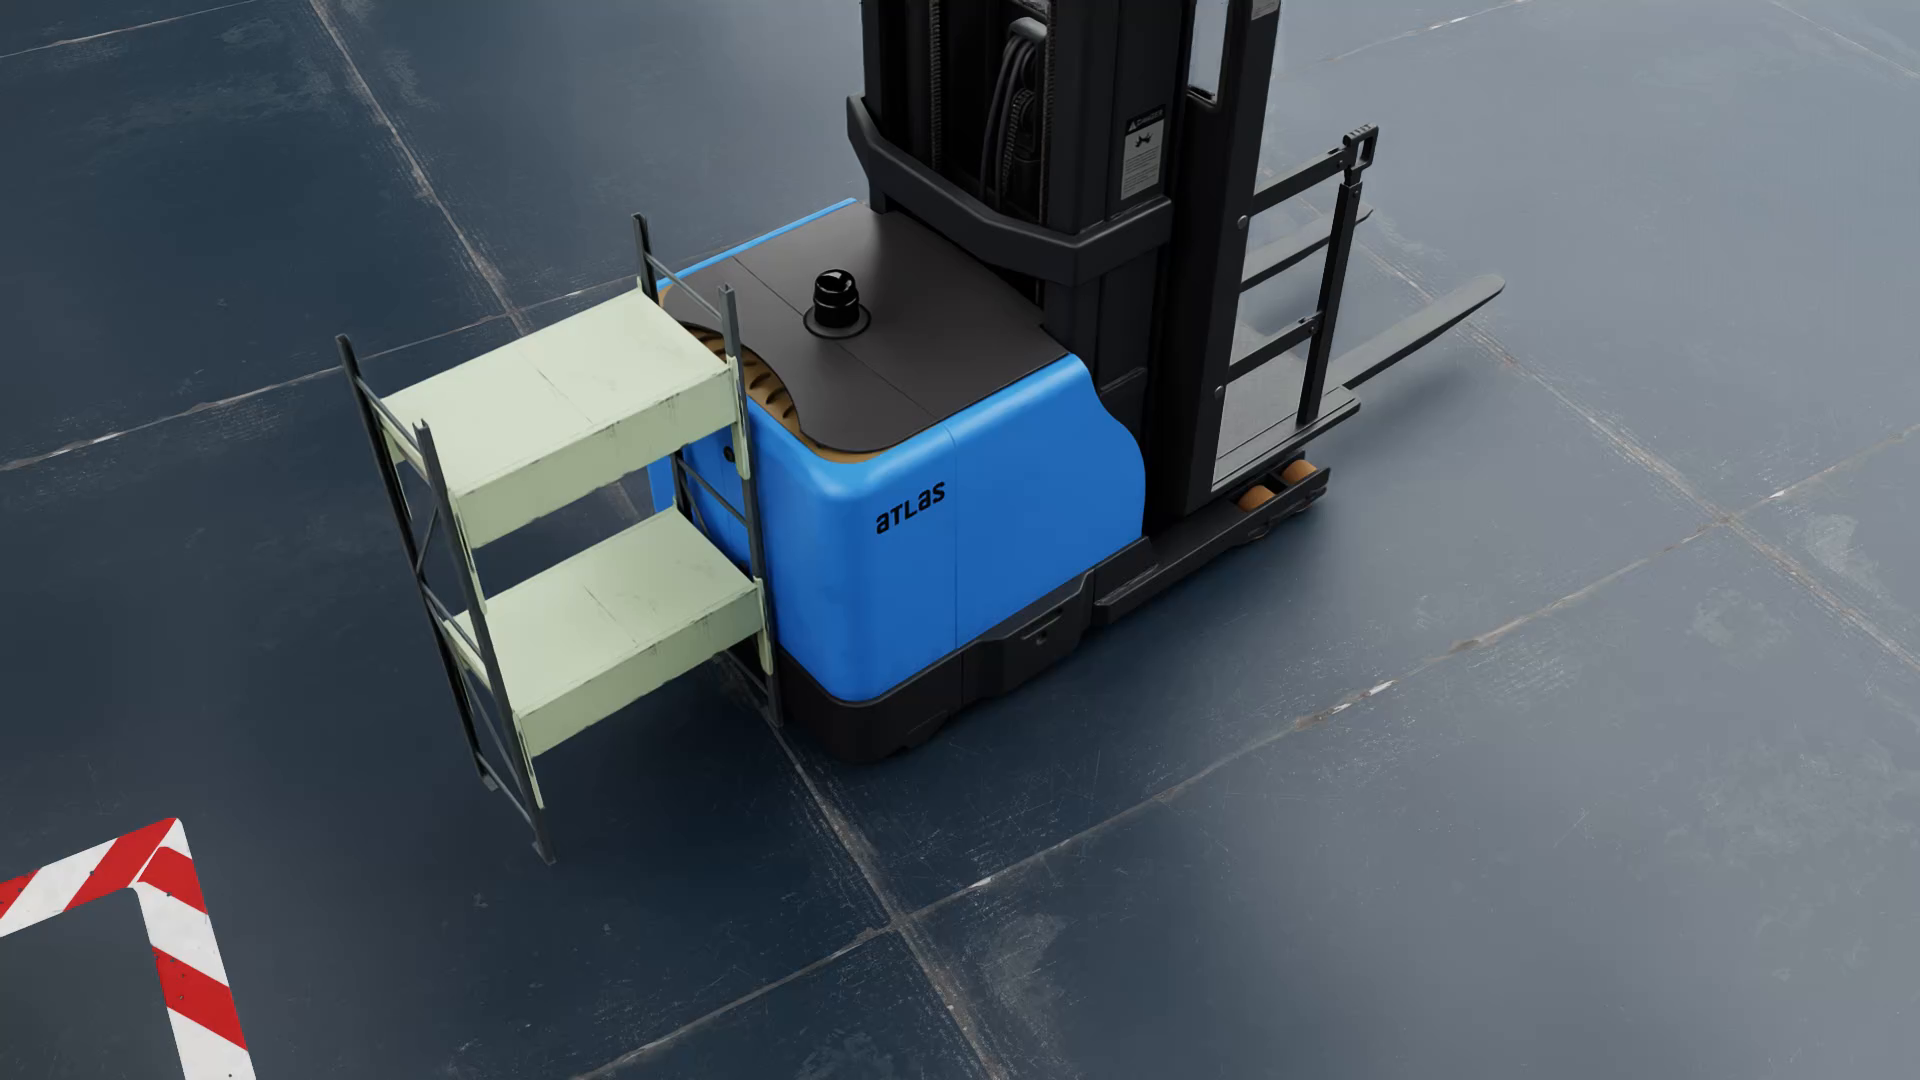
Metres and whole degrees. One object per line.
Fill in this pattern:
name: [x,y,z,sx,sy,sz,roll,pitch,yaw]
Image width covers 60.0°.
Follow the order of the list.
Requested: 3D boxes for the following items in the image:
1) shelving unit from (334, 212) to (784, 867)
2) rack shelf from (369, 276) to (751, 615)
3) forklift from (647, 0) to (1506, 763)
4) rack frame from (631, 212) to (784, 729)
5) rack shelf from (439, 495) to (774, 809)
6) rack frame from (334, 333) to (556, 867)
shelving unit: [-0.915,0.046,4.126,0.755,1.500,0.431,-30,51,-27]
rack shelf: [-0.915,-0.234,3.854,0.720,0.370,0.431,-30,51,-27]
forklift: [0.550,-1.314,4.499,3.031,2.935,1.130,-30,51,-27]
rack frame: [-0.633,-0.116,4.293,0.023,1.500,0.400,-30,51,-27]
rack shelf: [-0.915,0.280,4.353,0.720,0.370,0.431,-30,51,-27]
rack frame: [-1.198,0.208,3.959,0.023,1.500,0.400,-30,51,-27]
